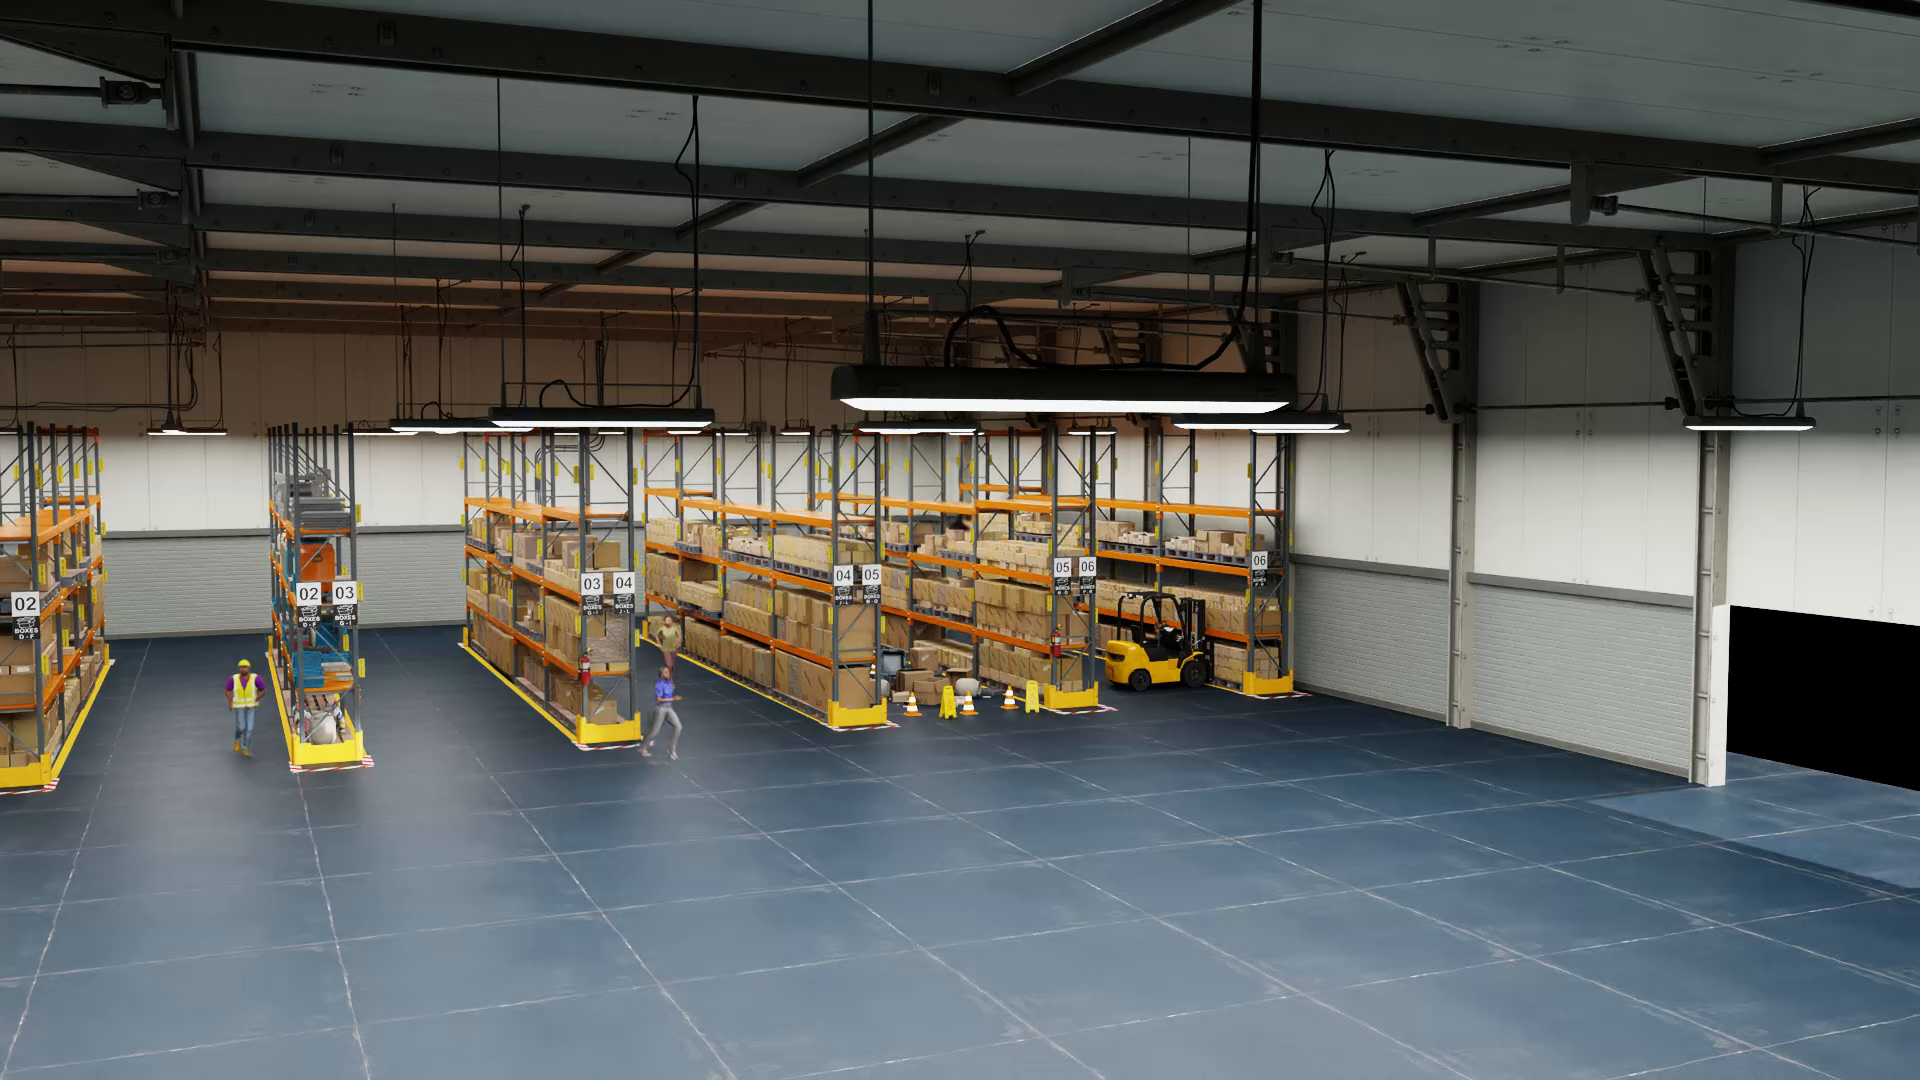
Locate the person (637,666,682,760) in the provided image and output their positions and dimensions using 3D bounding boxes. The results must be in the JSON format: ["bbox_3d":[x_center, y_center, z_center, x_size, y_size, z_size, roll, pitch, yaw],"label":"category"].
[{"bbox_3d":[-5.314,3.090,29.678,0.880,1.693,0.584,2,4,24],"label":"person"}]

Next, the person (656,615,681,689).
[{"bbox_3d":[-6.644,2.542,37.985,0.572,1.665,0.891,-2,4,-24],"label":"person"}]

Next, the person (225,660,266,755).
[{"bbox_3d":[-12.876,3.022,29.996,0.680,1.729,0.571,-2,4,-25],"label":"person"}]
